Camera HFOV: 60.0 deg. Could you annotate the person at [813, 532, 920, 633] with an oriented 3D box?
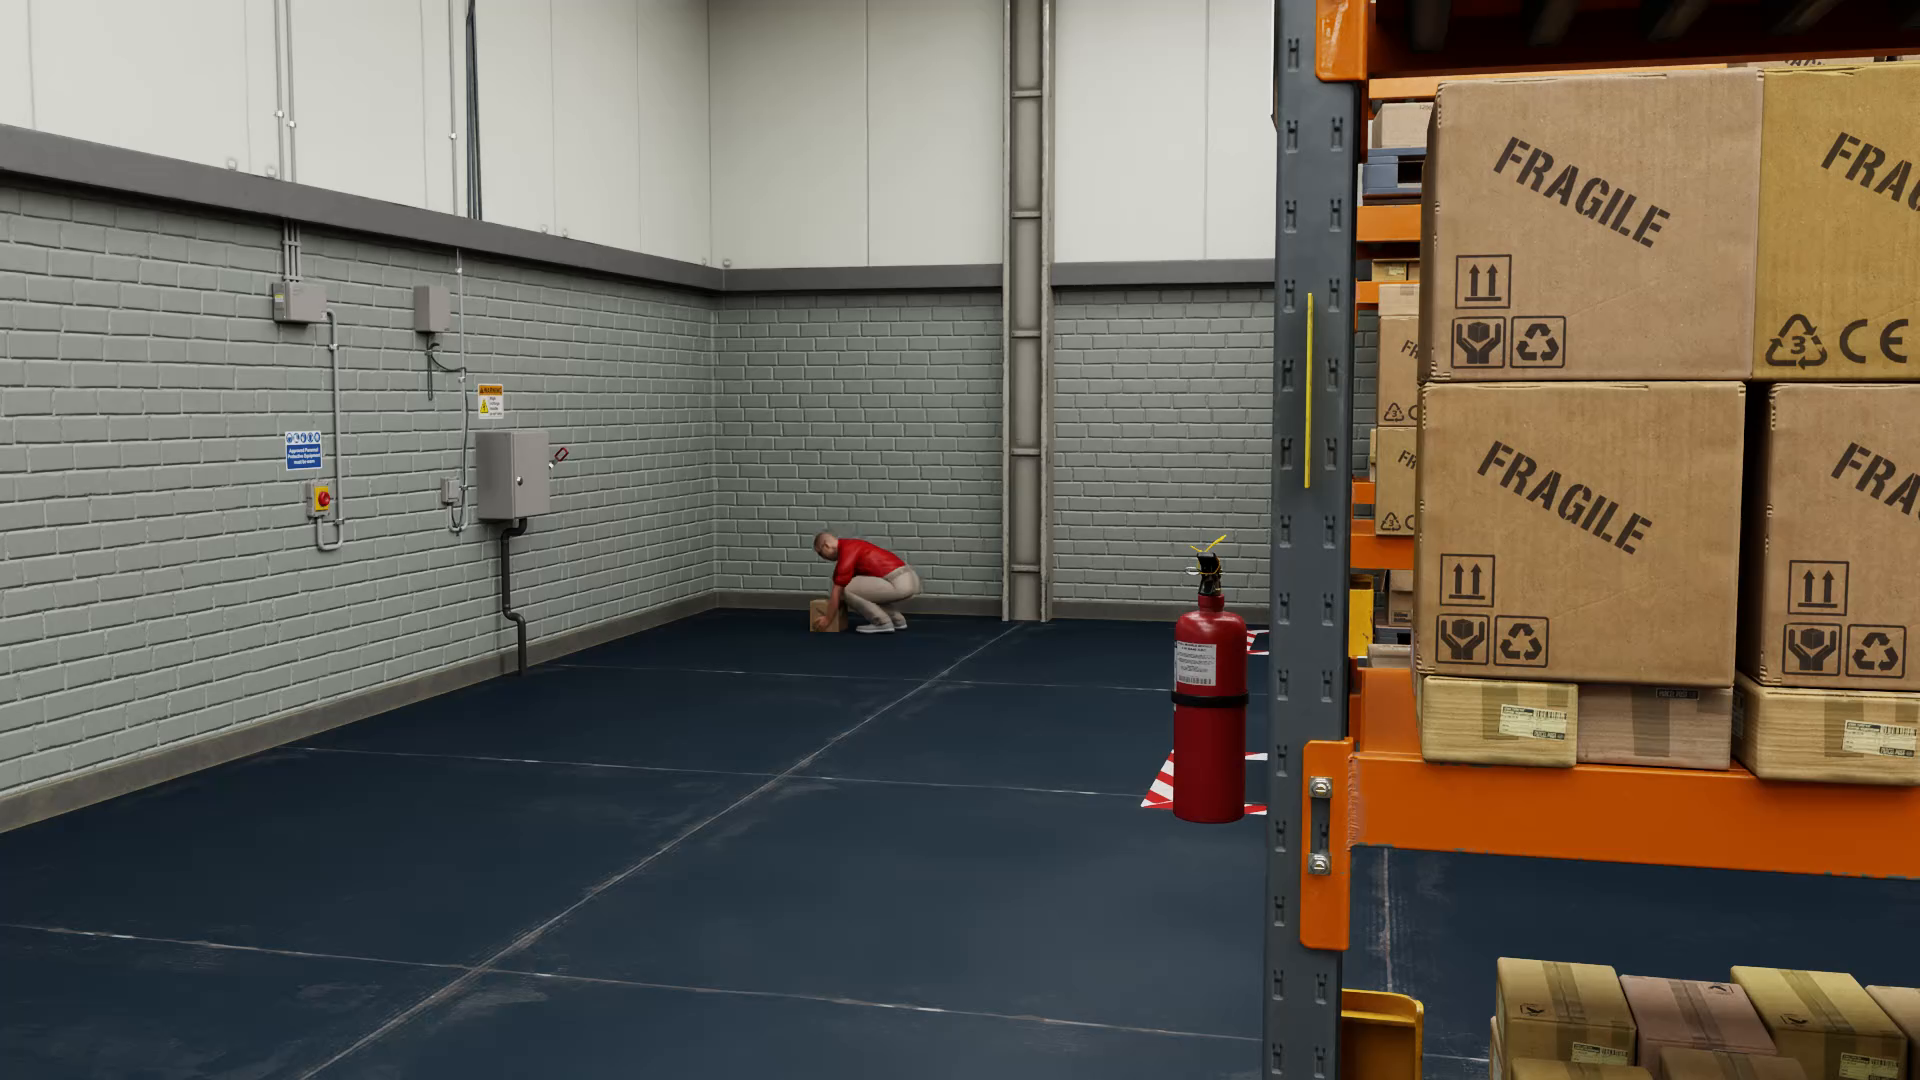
[{"bbox_3d":[-0.782,0.363,13.844,0.864,0.859,0.552,1,5,14],"label":"person"}]
